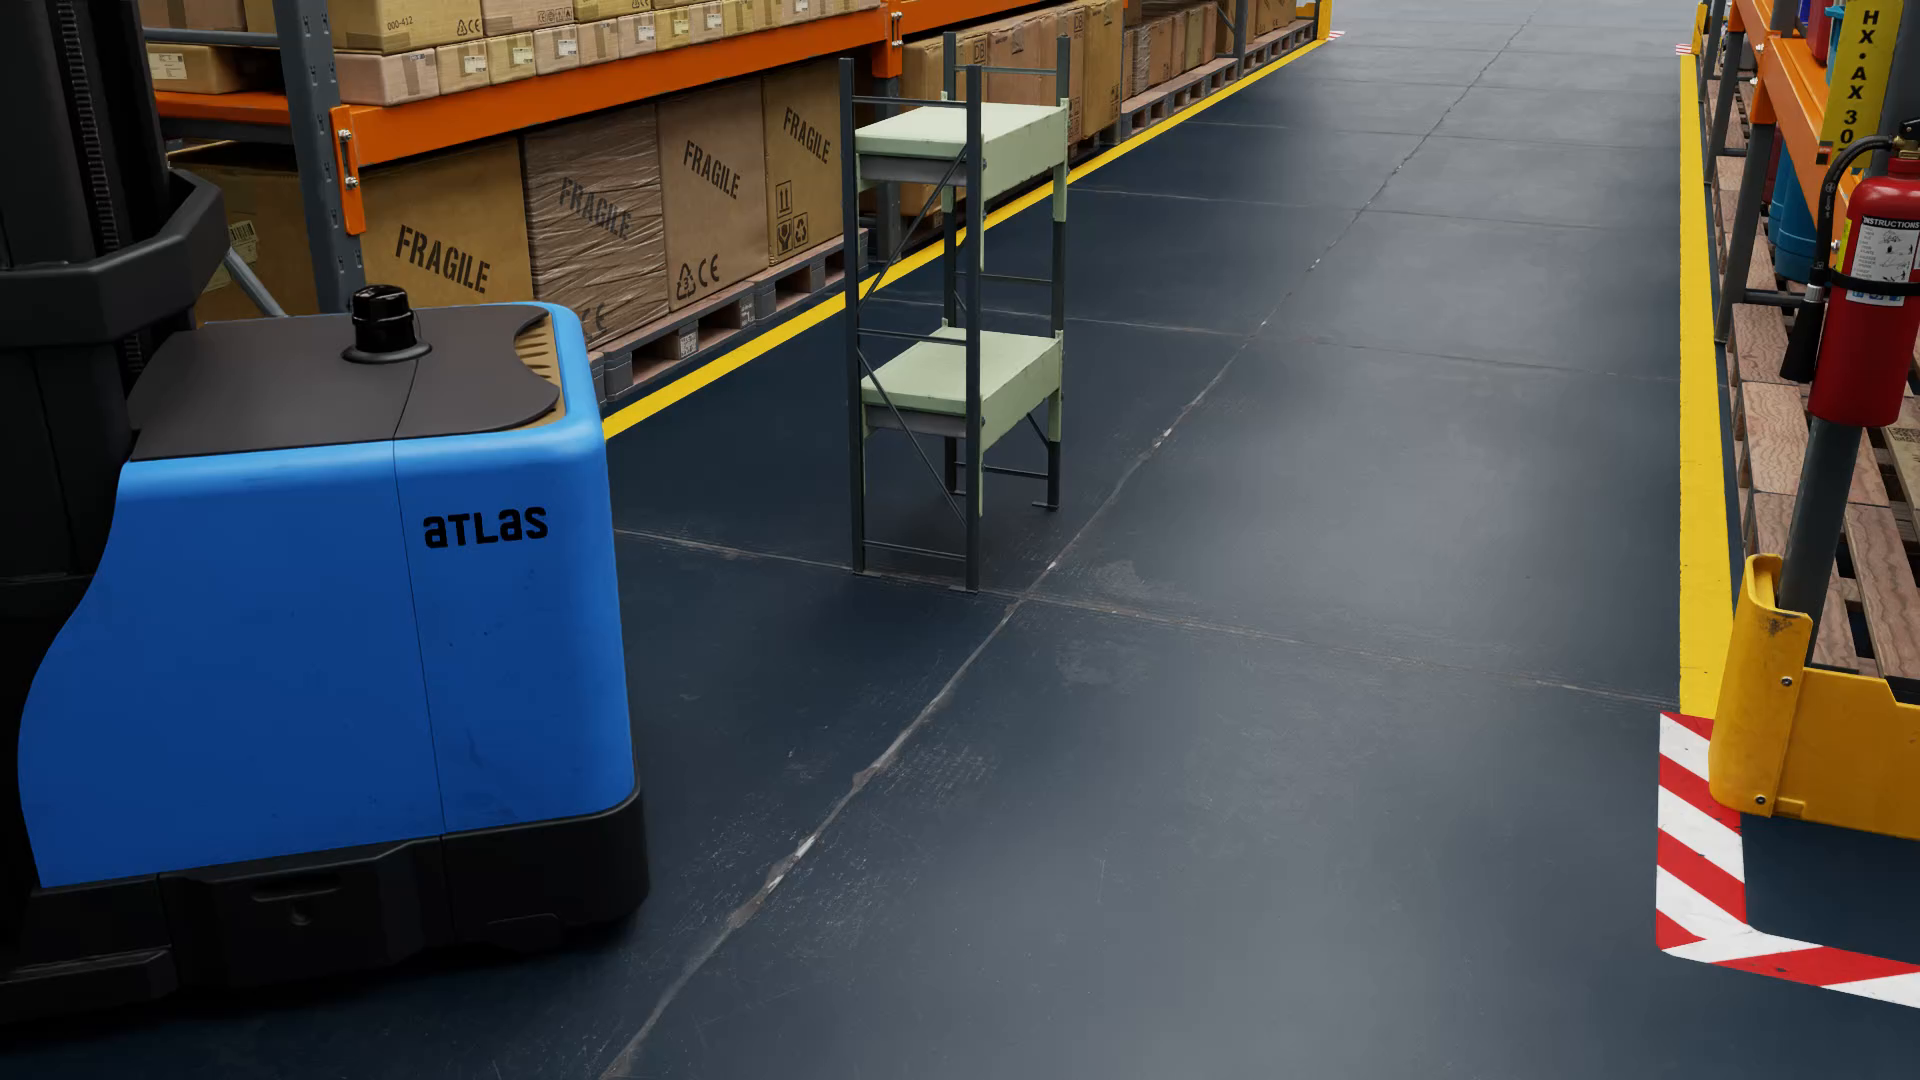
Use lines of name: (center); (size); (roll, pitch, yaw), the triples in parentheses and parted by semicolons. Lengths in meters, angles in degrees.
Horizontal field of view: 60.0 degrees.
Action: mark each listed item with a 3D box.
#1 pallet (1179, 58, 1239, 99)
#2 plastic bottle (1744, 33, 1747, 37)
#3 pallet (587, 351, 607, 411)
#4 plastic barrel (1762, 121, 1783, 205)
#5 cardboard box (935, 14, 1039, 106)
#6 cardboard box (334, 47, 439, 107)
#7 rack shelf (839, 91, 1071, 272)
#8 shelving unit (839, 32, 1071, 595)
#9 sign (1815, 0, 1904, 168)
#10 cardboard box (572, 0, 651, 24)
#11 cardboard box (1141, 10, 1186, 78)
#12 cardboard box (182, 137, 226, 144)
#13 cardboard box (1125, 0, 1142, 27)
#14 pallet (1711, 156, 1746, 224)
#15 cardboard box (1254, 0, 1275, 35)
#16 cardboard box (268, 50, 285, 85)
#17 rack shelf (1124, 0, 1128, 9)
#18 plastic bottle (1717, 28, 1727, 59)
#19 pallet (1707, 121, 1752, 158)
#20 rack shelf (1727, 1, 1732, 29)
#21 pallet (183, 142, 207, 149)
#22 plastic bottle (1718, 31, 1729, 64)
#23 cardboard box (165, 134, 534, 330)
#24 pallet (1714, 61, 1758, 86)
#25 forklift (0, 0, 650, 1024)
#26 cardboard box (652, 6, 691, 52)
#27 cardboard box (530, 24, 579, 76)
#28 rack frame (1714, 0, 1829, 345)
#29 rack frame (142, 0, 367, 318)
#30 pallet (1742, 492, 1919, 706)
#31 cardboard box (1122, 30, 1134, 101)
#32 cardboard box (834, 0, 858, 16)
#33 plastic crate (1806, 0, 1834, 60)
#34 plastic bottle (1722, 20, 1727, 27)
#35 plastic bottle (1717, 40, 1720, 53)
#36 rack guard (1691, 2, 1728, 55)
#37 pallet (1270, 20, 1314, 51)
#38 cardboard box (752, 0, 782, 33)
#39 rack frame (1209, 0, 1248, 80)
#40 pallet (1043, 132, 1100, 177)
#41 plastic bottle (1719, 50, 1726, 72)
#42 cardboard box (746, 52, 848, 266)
pallet: (1.888, -4.202, 15.036); (1.003, 0.211, 1.213); (9, 24, 20)
plastic bottle: (6.964, -4.333, 14.694); (0.152, 0.276, 0.135); (9, 24, 20)
pallet: (-2.058, -0.484, 6.135); (1.003, 0.211, 1.213); (9, 24, 20)
plastic barrel: (4.703, -2.127, 9.033); (0.600, 0.588, 0.708); (9, 24, 20)
cardboard box: (-0.246, -2.670, 9.962); (1.225, 0.875, 0.875); (8, 24, 18)
cardboard box: (-1.844, -1.437, 5.125); (0.380, 0.149, 0.250); (9, 24, 21)
rack shelf: (0.002, -1.055, 4.816); (0.431, 0.370, 0.720); (9, 24, 20)
shelving unit: (0.002, -0.694, 4.967); (0.431, 1.500, 0.755); (9, 24, 20)
sign: (1.800, -0.913, 3.331); (0.100, 0.325, 0.005); (9, 24, 20)
cardboard box: (-1.476, -2.041, 6.053); (0.500, 0.250, 0.500); (8, 24, 18)
cardboard box: (1.525, -4.232, 14.163); (0.700, 0.500, 0.500); (7, 24, 15)
cardboard box: (-4.843, -2.918, 11.042); (0.500, 0.500, 0.500); (10, 25, 22)
cardboard box: (1.098, -4.167, 13.034); (0.500, 0.250, 0.500); (12, 25, 26)
pallet: (5.034, -2.052, 9.889); (1.003, 0.211, 1.213); (9, 24, 20)
cardboard box: (2.973, -5.578, 17.411); (0.500, 0.500, 0.500); (11, 25, 25)
cardboard box: (-2.360, -1.625, 5.575); (0.380, 0.149, 0.250); (9, 24, 21)
rack shelf: (1.432, -4.720, 13.591); (1.077, 0.370, 4.000); (9, 24, 20)
plastic bottle: (7.001, -4.518, 15.138); (0.152, 0.276, 0.135); (9, 24, 21)
pallet: (5.612, -2.612, 11.230); (1.003, 0.211, 1.213); (9, 24, 20)
rack shelf: (6.031, -4.011, 11.894); (1.077, 0.370, 4.000); (9, 24, 20)
pallet: (-5.076, -2.643, 11.304); (1.003, 0.211, 1.213); (9, 24, 20)
plastic bottle: (6.817, -4.380, 14.709); (0.144, 0.351, 0.185); (8, 24, 17)
cardboard box: (-2.119, -0.927, 5.790); (0.875, 0.875, 0.875); (9, 24, 20)
pallet: (7.062, -4.006, 14.567); (1.003, 0.211, 1.213); (9, 24, 20)
forklift: (-2.203, -0.590, 2.860); (3.031, 2.935, 1.130); (-6, 23, -14)
cardboard box: (-1.274, -1.988, 6.443); (0.380, 0.149, 0.250); (8, 24, 19)
cardboard box: (-1.559, -1.714, 5.789); (0.380, 0.149, 0.250); (8, 24, 19)
rack frame: (3.802, -2.196, 6.615); (1.000, 3.000, 0.127); (9, 24, 20)
rack frame: (-2.282, -1.473, 4.886); (1.000, 3.000, 0.127); (9, 24, 20)
pallet: (2.659, 0.233, 4.419); (1.003, 0.211, 1.213); (9, 24, 20)
cardboard box: (0.920, -3.628, 12.717); (0.700, 0.500, 0.500); (7, 24, 17)
cardboard box: (-0.701, -2.540, 7.766); (0.380, 0.149, 0.250); (9, 24, 21)
plastic crate: (3.238, -1.969, 5.912); (0.402, 0.464, 0.583); (9, 24, 20)
plastic bottle: (7.196, -4.757, 15.700); (0.061, 0.283, 0.133); (9, 24, 21)
plastic bottle: (7.096, -4.604, 15.439); (0.097, 0.201, 0.097); (0, 23, 0)
rack guard: (8.275, -5.303, 17.296); (1.175, 0.500, 0.348); (9, 24, 20)
pallet: (3.298, -5.599, 18.382); (1.003, 0.211, 1.213); (9, 24, 20)
cardboard box: (-0.987, -2.264, 7.105); (0.380, 0.149, 0.250); (9, 24, 21)
rack frame: (2.175, -5.768, 15.166); (1.000, 3.000, 0.127); (9, 24, 20)
pallet: (0.327, -2.778, 11.627); (1.003, 0.211, 1.213); (9, 24, 20)
plastic bottle: (6.619, -4.145, 14.341); (0.097, 0.201, 0.097); (0, 23, 0)
cardboard box: (-1.116, -1.893, 8.103); (0.875, 0.875, 0.875); (9, 24, 20)
